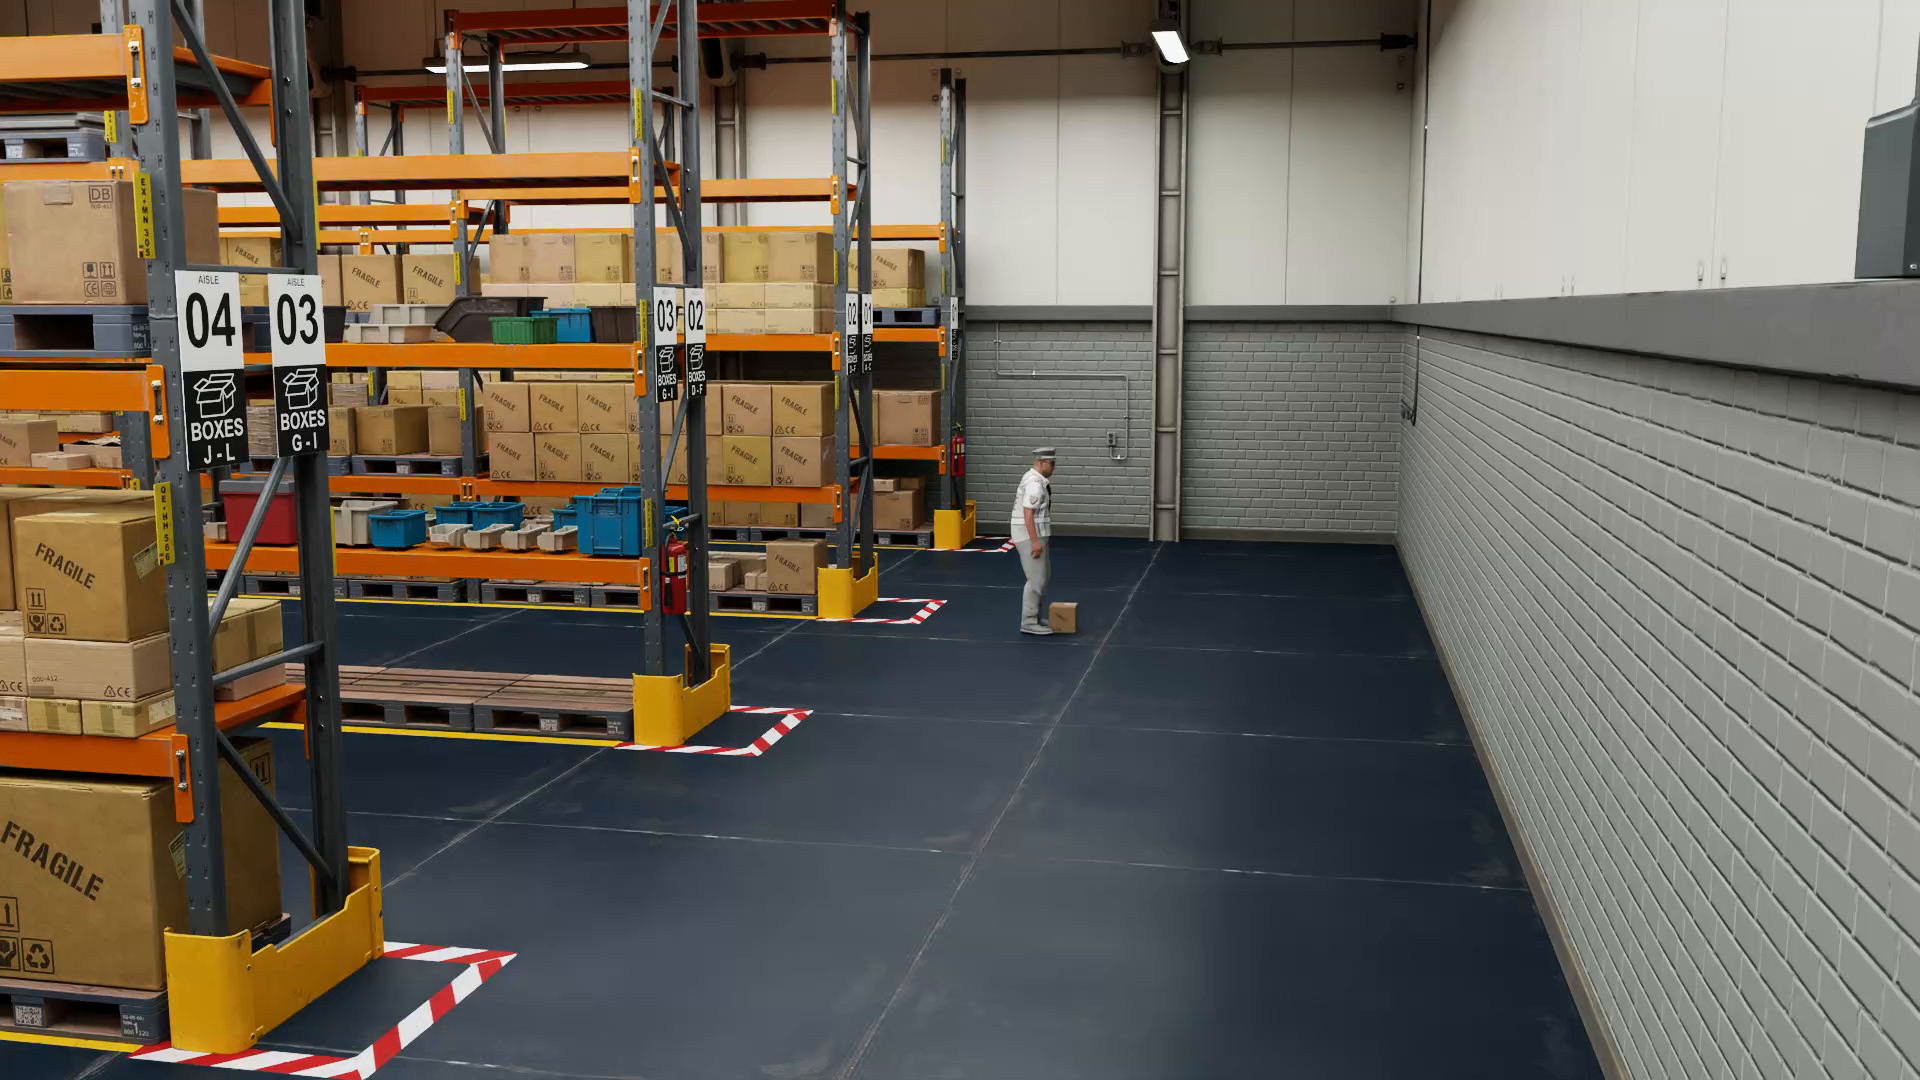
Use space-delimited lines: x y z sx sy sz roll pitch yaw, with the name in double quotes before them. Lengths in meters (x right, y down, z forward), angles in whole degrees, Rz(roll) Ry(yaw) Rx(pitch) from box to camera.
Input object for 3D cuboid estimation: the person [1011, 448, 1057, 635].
"person" 0.707 -0.006 15.832 0.437 1.746 0.593 1 8 8
